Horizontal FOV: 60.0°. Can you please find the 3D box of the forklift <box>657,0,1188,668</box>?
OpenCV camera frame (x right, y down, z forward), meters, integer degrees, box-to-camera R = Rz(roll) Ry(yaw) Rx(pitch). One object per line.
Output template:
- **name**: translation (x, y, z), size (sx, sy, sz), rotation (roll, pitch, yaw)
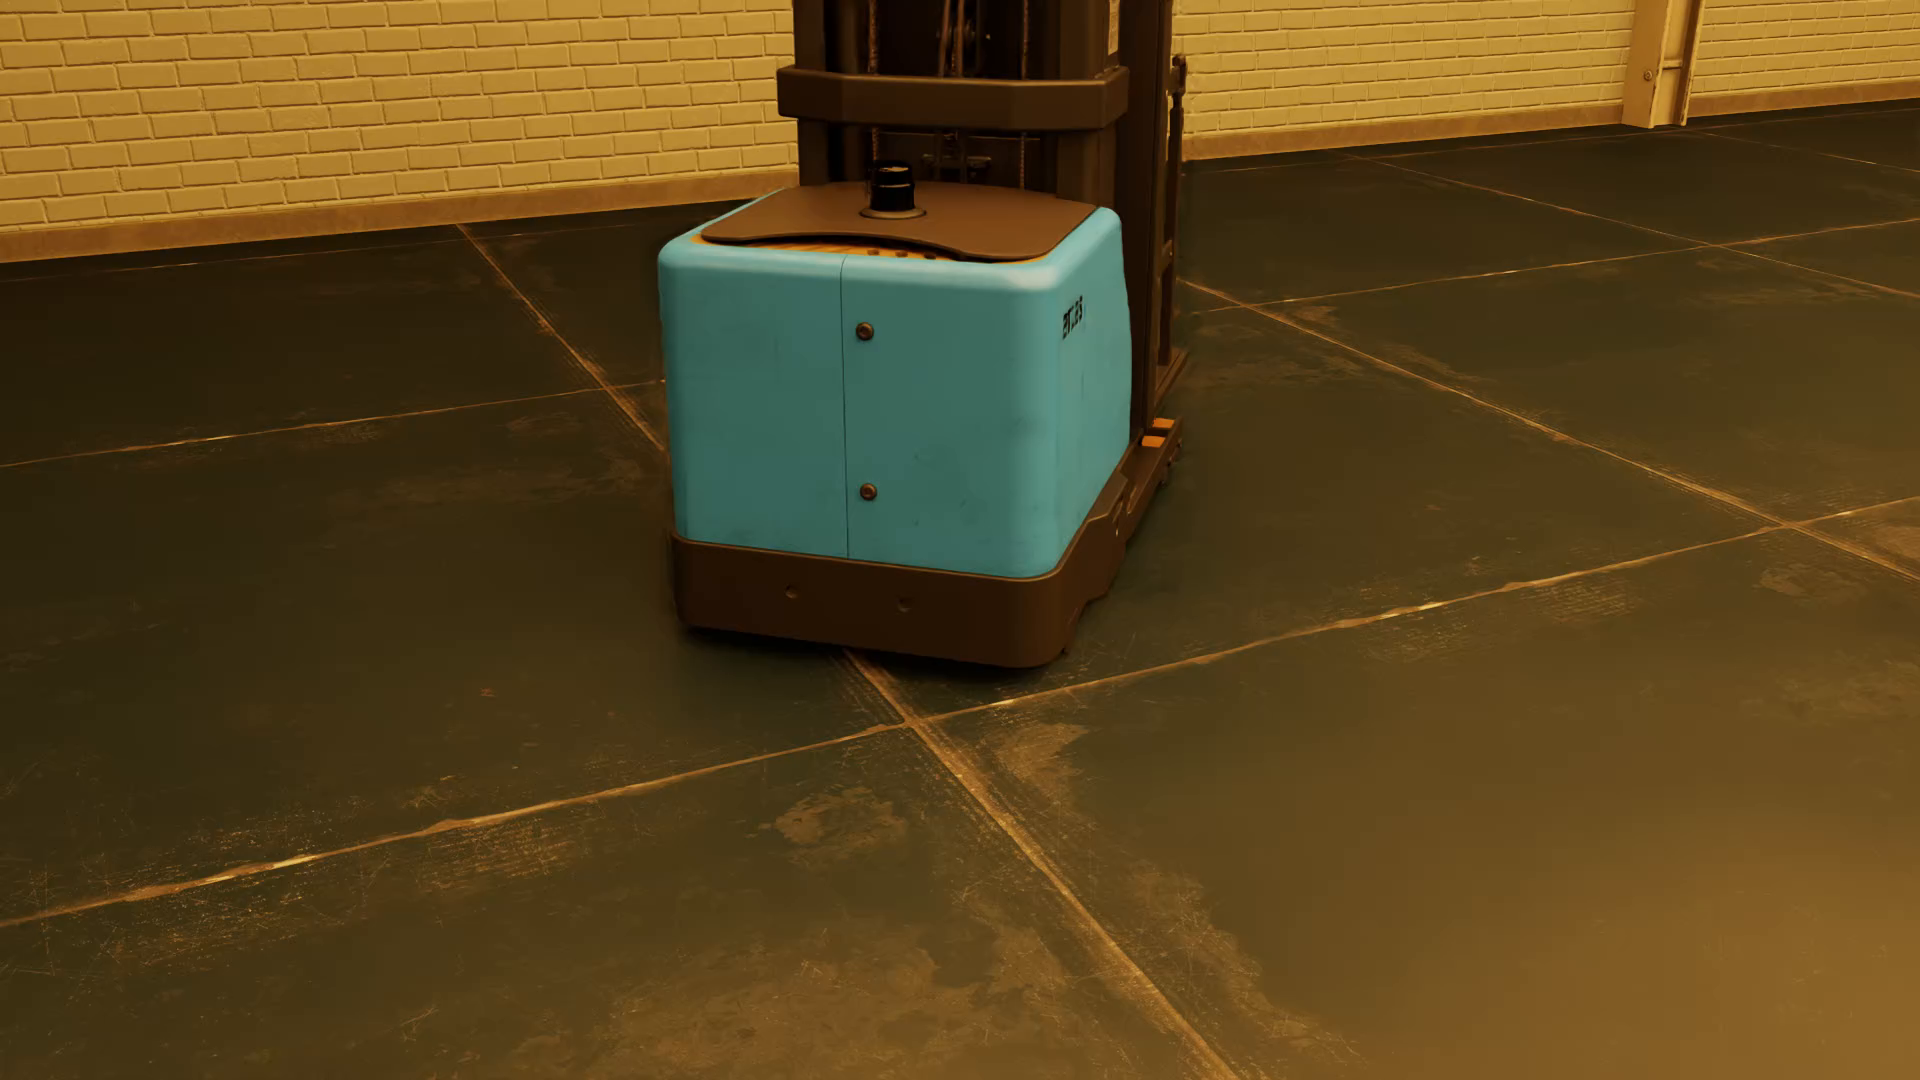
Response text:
- **forklift**: translation (0.141, -1.571, 5.067), size (1.130, 2.935, 3.031), rotation (6, 23, 15)
